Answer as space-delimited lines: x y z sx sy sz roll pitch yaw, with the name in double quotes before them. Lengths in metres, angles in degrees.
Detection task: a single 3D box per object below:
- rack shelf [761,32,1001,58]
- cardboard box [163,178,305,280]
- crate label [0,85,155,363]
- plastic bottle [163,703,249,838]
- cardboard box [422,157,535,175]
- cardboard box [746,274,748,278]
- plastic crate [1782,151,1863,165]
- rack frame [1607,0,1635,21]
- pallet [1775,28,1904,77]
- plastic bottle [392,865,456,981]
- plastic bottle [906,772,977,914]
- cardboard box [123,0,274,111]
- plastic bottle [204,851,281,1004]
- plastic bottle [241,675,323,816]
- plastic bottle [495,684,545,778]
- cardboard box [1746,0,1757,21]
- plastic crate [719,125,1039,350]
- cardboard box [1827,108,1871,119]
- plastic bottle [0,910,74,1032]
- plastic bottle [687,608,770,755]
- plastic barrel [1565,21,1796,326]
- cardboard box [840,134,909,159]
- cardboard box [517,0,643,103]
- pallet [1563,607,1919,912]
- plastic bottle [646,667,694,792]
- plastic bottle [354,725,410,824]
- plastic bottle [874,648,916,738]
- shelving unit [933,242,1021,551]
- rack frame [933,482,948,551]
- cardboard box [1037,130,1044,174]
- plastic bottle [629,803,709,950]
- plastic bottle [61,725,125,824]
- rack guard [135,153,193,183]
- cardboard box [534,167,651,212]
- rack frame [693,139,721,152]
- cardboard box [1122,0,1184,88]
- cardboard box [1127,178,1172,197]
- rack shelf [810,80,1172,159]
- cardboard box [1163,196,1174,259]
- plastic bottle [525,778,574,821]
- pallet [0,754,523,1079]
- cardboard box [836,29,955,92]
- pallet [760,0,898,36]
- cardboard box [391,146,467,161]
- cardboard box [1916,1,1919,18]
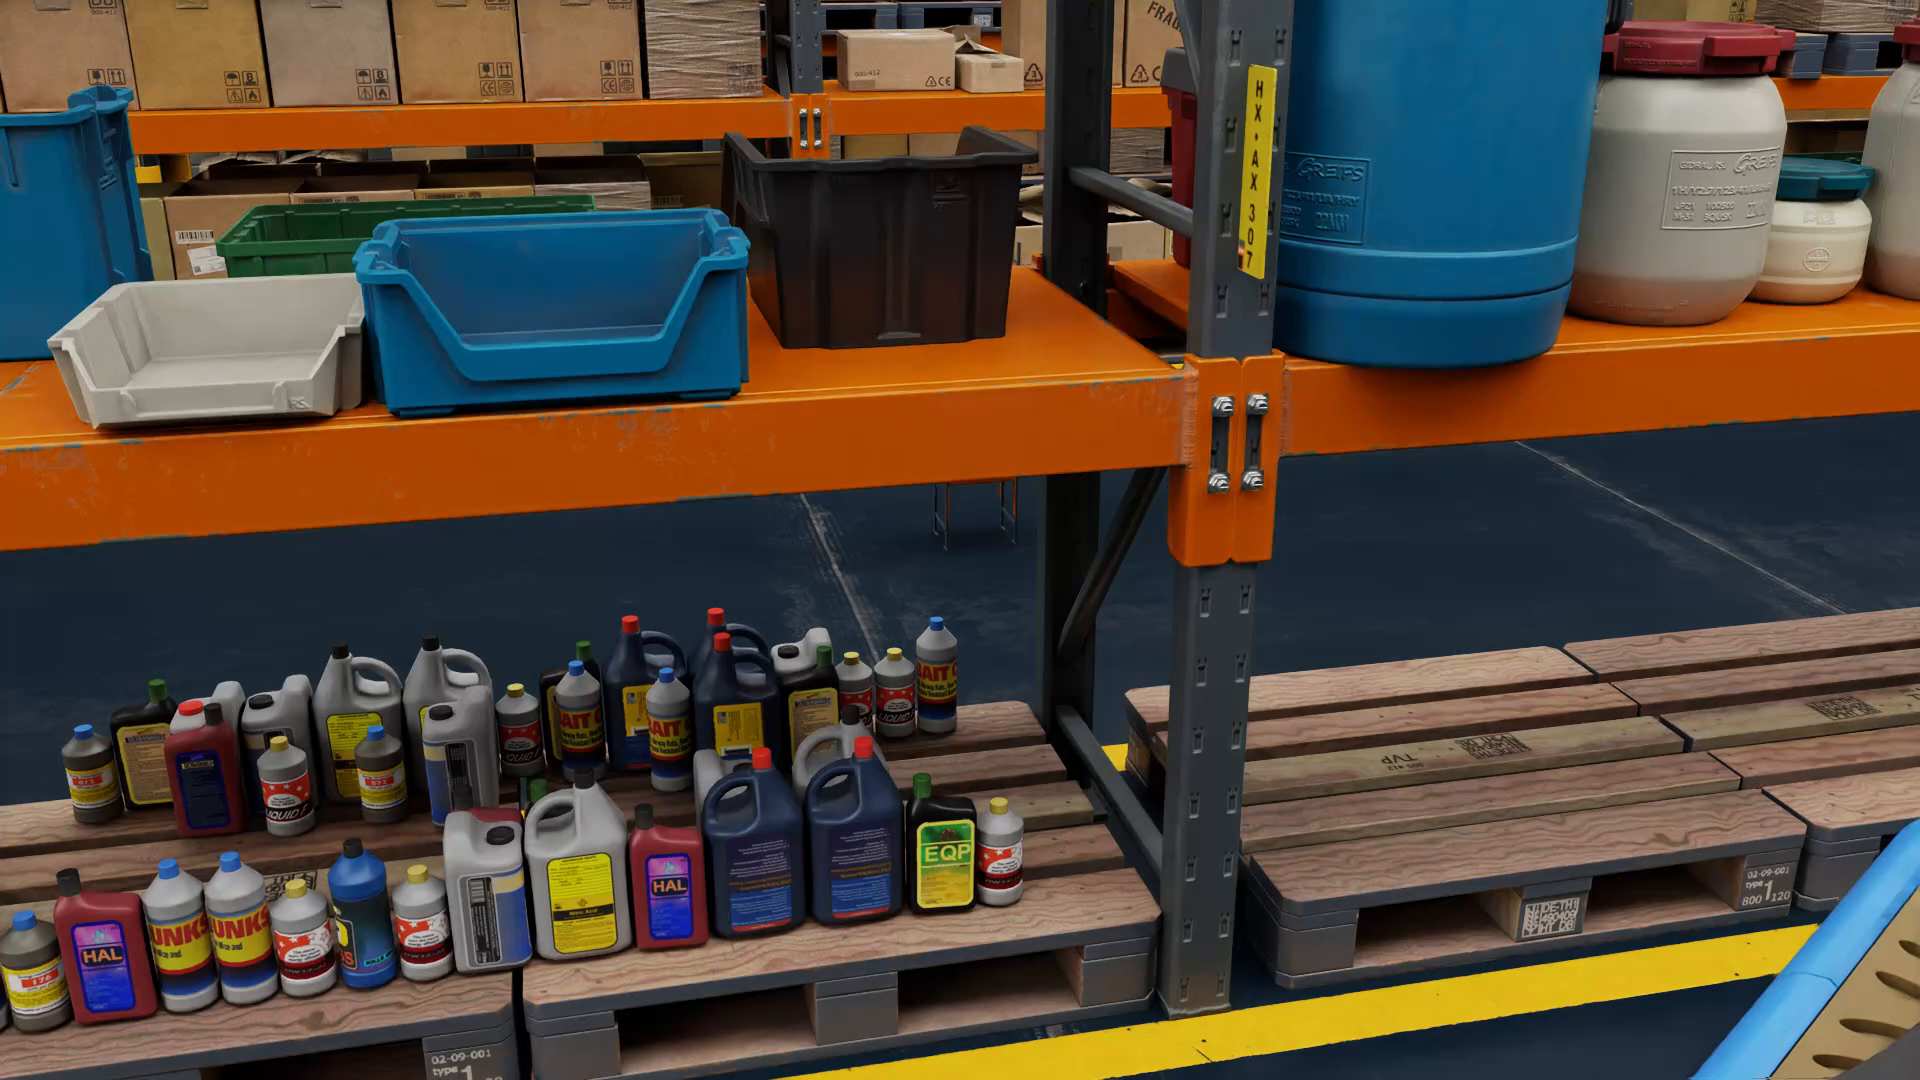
"rack shelf" 0.023 -3.777 12.812 4.000 0.370 1.077 -5 21 -12
"cardboard box" -3.129 -1.293 7.280 0.500 0.500 0.500 -5 21 -12
"crate label" -1.807 -0.577 2.977 0.616 0.435 0.502 -5 21 -12
"plastic bottle" -1.573 0.477 3.460 0.133 0.283 0.061 -5 21 -12
"cardboard box" -2.276 -1.546 7.971 0.500 0.500 0.500 -5 21 -12
"cardboard box" -1.181 -1.095 7.831 0.500 0.250 0.500 -5 21 -12
"plastic crate" 1.986 -0.774 3.874 0.662 0.188 0.450 -5 21 -12
"rack frame" 3.113 -2.616 8.594 0.127 3.000 1.000 -5 21 -12
"pallet" 5.005 -2.681 9.052 1.213 0.211 1.003 -5 21 -12
"plastic bottle" -0.973 0.685 3.013 0.097 0.201 0.097 0 20 0
"plastic bottle" -0.036 0.577 3.189 0.133 0.283 0.061 -4 20 -10
"cardboard box" -3.221 -2.143 7.158 0.500 0.500 0.700 -5 21 -12
"plastic bottle" -1.269 0.676 2.935 0.097 0.271 0.097 0 20 0
"plastic bottle" -1.463 0.434 3.588 0.135 0.276 0.152 -5 21 -14
"plastic bottle" -0.989 0.421 3.733 0.097 0.201 0.097 0 20 0
"cardboard box" 6.394 -4.768 14.035 0.700 0.700 0.980 -4 21 -12
"plastic crate" -0.182 -0.613 3.217 0.504 0.338 0.767 -5 21 -12
"cardboard box" 7.603 -3.717 14.624 0.500 0.500 0.700 -4 21 -11
"plastic bottle" -1.599 0.736 2.874 0.097 0.201 0.097 0 20 0
"plastic bottle" -0.524 0.321 3.788 0.185 0.351 0.144 -4 21 -11
"plastic barrel" 1.338 -0.707 3.186 0.433 0.535 0.433 0 20 0
"cardboard box" -0.719 -3.111 12.942 0.500 0.500 0.700 -5 21 -14
"cardboard box" -1.722 -2.265 7.491 0.500 0.500 0.700 -5 21 -13
"pallet" 2.301 0.496 4.155 1.213 0.211 1.003 -5 21 -12
"plastic bottle" -0.638 0.411 3.660 0.097 0.271 0.097 0 20 0
"plastic bottle" -1.232 0.492 3.540 0.097 0.201 0.097 0 20 0
"plastic bottle" -0.153 0.353 3.918 0.097 0.201 0.097 0 20 0
"shelving unit" 0.052 -0.497 5.646 0.252 1.050 0.215 -5 21 -12
"rack frame" -0.067 -0.488 5.619 0.008 1.050 0.200 -5 21 -12
"cardboard box" 0.753 -3.230 13.266 0.500 0.500 0.700 -5 21 -13
"plastic bottle" -0.540 0.618 3.077 0.133 0.283 0.061 -3 20 -9
"plastic bottle" -1.850 0.491 3.542 0.097 0.201 0.097 0 20 0
"rack guard" -5.742 -2.473 11.838 0.348 0.500 1.175 -5 21 -12
"cardboard box" -1.670 -1.412 7.604 0.500 0.500 0.500 -5 21 -12
"rack frame" -1.923 -3.957 12.256 0.127 3.000 1.000 -5 21 -12
"cardboard box" 0.972 -2.483 8.086 0.500 0.500 0.500 -5 21 -12
"cardboard box" 1.029 -1.717 8.713 0.500 0.311 0.500 -5 21 -13
"rack shelf" 1.167 -2.120 8.286 4.000 0.370 1.077 -5 21 -12
"cardboard box" 1.176 -1.540 8.229 0.500 0.311 0.500 -4 21 -11
"plastic bottle" -0.754 0.584 3.169 0.133 0.283 0.061 -5 21 -12
"pallet" -1.496 0.806 3.309 1.213 0.211 1.003 -5 21 -12
"cardboard box" -0.311 -2.282 7.902 0.500 0.250 0.500 -3 20 -9
"pallet" -1.146 -3.879 12.321 1.213 0.211 1.003 -5 21 -12
"cardboard box" -3.842 -2.784 12.049 0.500 0.500 0.700 -6 21 -16
"cardboard box" 5.301 -3.016 8.931 0.500 0.500 0.700 -10 23 -26
